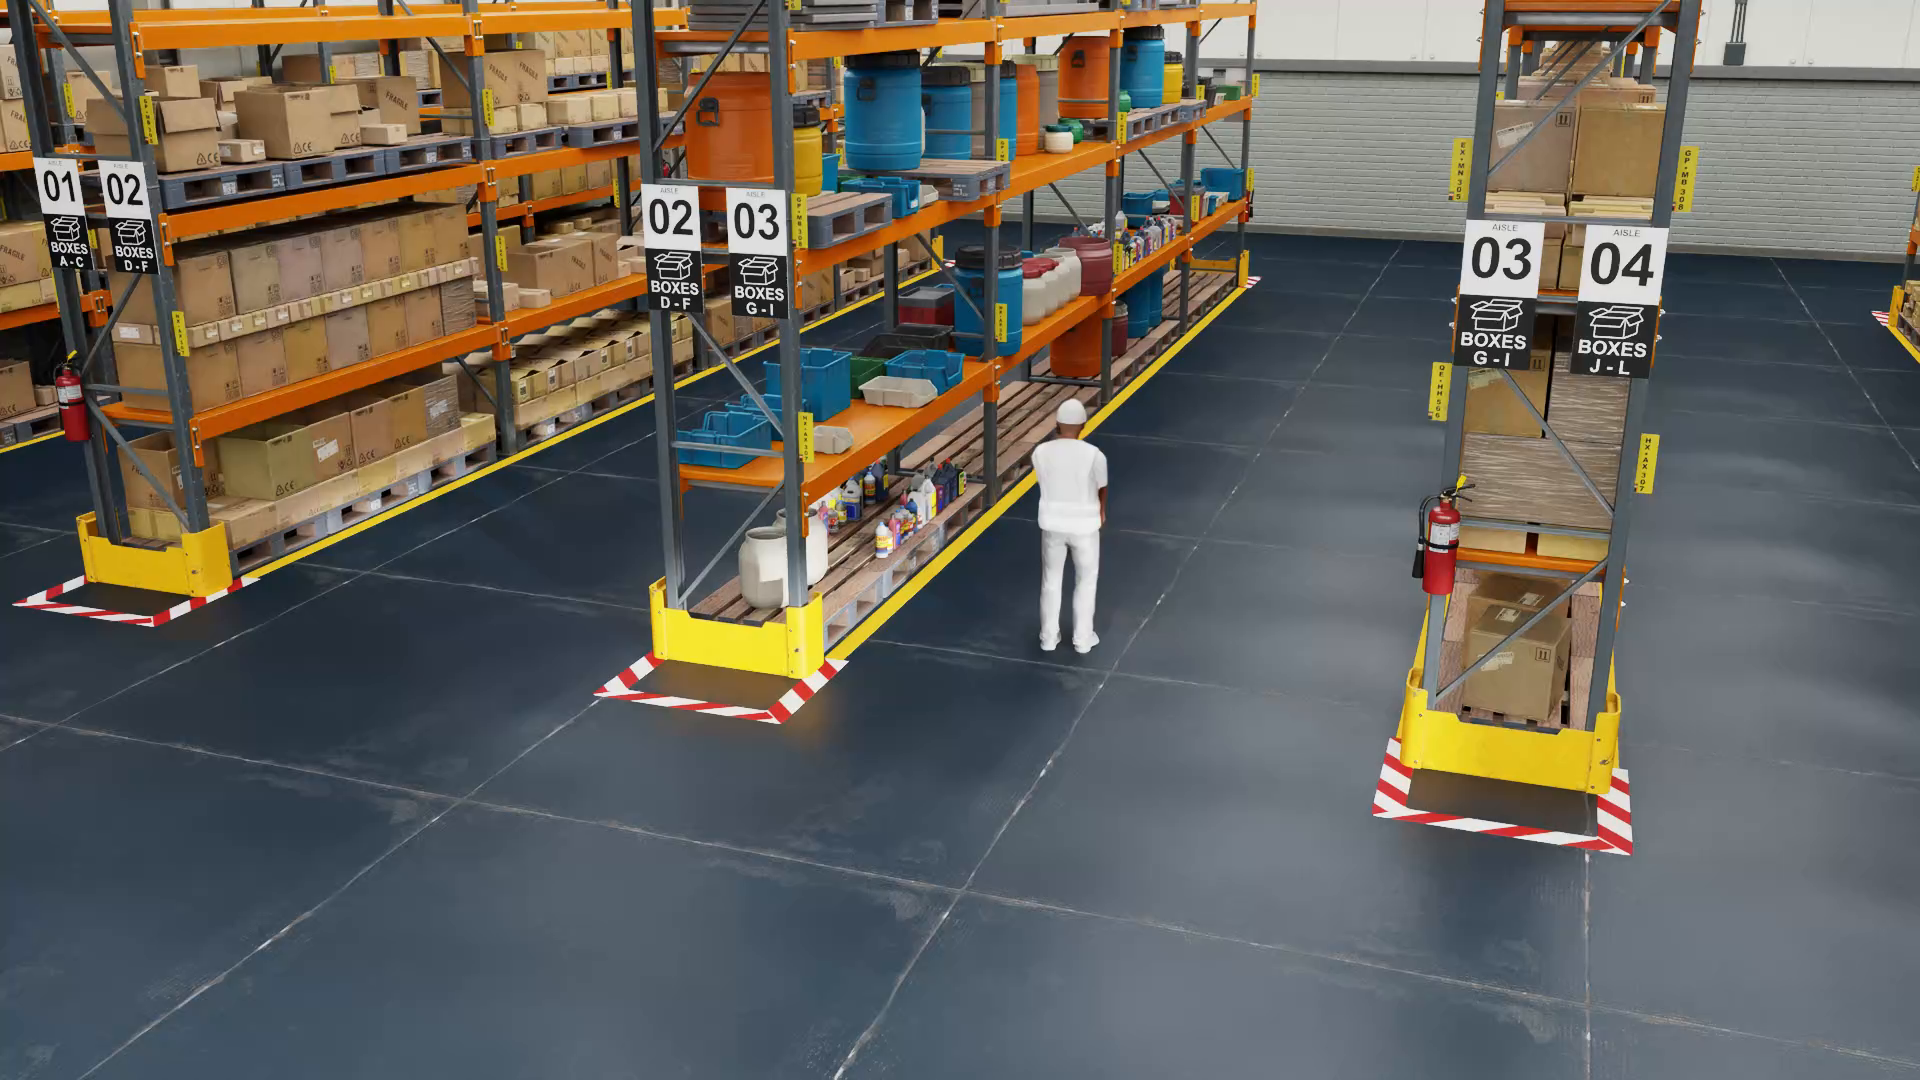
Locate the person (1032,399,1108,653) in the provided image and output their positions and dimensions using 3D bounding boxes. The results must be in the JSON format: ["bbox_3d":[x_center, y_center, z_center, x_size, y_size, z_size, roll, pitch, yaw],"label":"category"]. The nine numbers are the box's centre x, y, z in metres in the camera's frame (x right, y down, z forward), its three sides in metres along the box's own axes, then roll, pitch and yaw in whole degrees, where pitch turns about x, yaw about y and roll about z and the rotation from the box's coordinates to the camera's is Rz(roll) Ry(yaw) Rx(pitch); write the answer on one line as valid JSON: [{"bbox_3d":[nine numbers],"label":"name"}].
[{"bbox_3d":[0.766,-0.118,11.381,0.505,1.761,0.575,6,19,17],"label":"person"}]
